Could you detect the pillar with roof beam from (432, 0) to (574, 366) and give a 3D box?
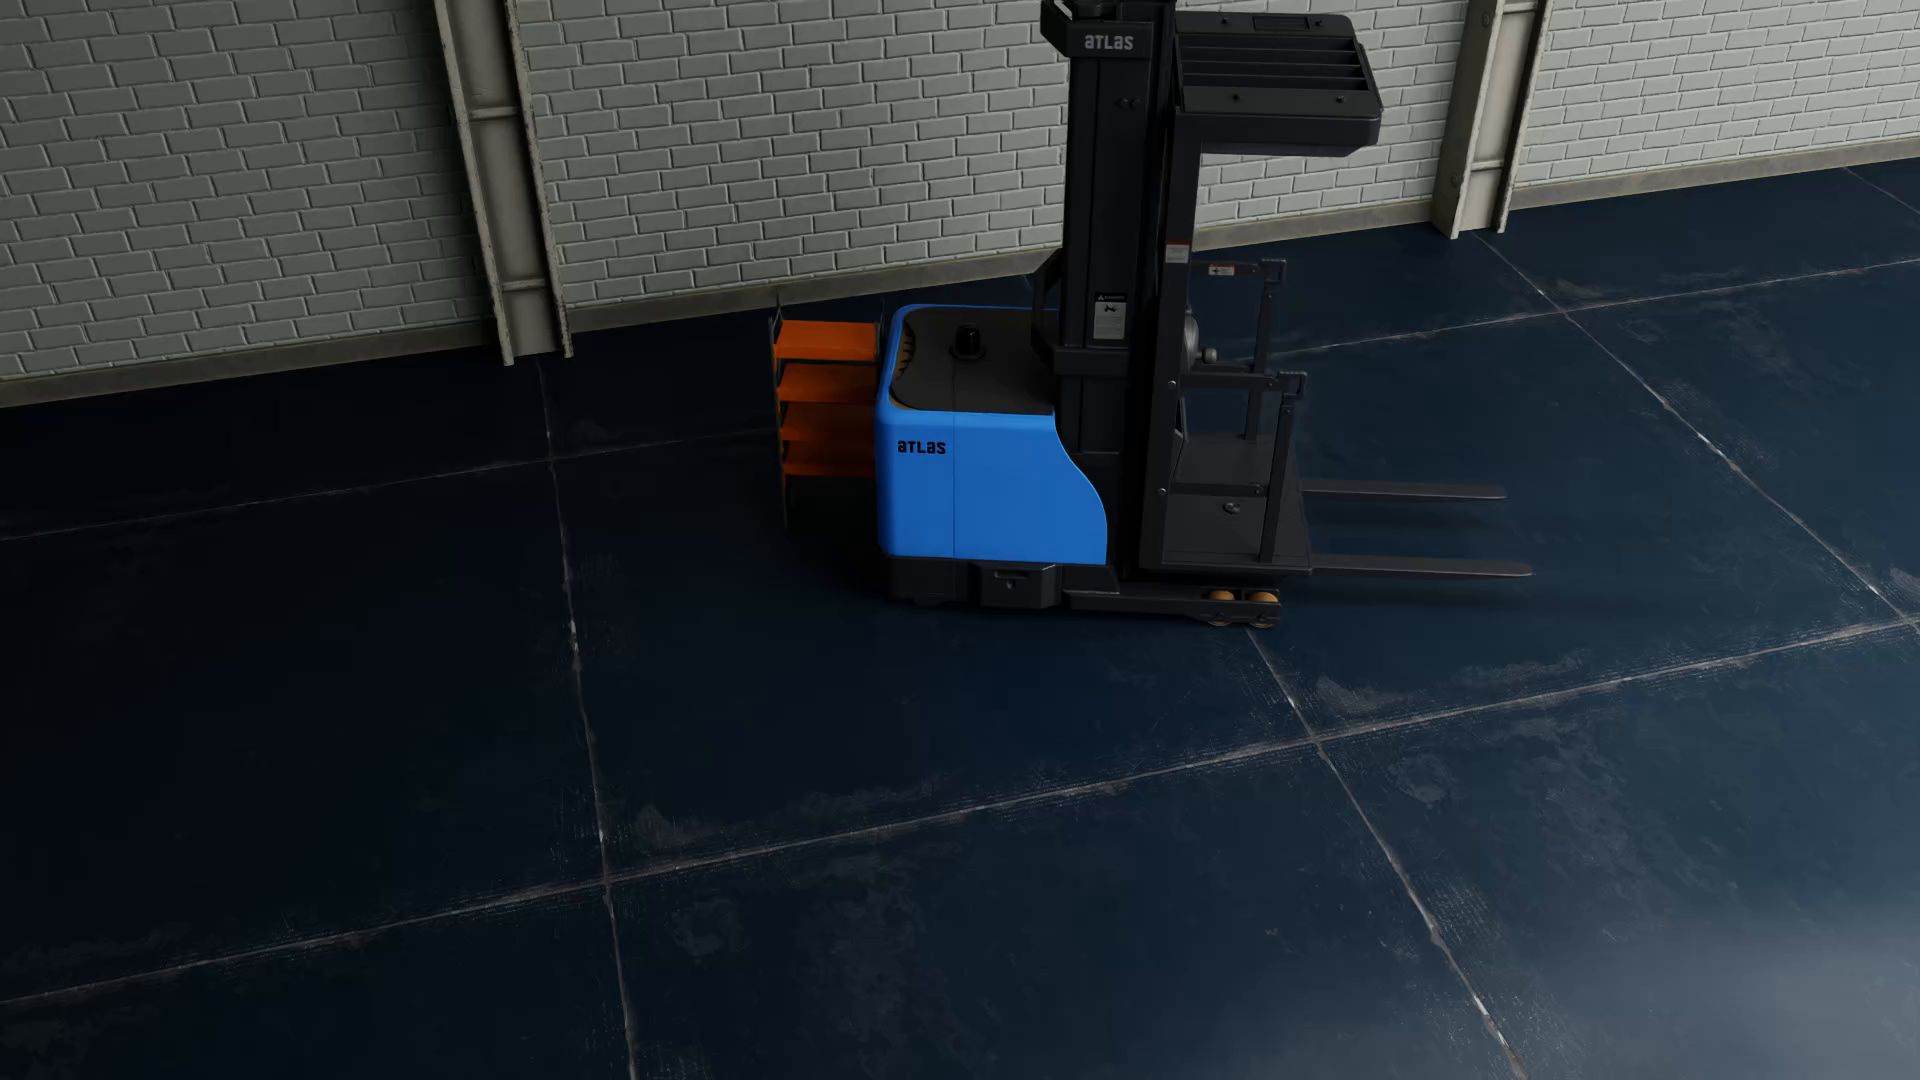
[{"bbox_3d":[-1.343,-2.169,3.658,0.400,9.000,9.100,-9,38,-12],"label":"pillar with roof beam"}]

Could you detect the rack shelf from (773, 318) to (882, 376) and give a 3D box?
[{"bbox_3d":[-0.614,-0.905,7.778,0.480,0.148,0.258,3,37,3],"label":"rack shelf"}]

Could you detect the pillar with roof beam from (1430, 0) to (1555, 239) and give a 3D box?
[{"bbox_3d":[4.449,-3.119,4.901,0.400,9.000,9.100,-9,38,-12],"label":"pillar with roof beam"}]

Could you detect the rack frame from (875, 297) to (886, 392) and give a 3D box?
[{"bbox_3d":[-0.371,-0.582,8.002,0.015,1.200,0.240,3,37,3],"label":"rack frame"}]

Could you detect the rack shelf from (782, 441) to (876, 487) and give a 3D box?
[{"bbox_3d":[-0.614,-0.382,8.178,0.480,0.148,0.258,3,37,3],"label":"rack shelf"}]

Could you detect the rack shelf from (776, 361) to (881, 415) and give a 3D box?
[{"bbox_3d":[-0.614,-0.717,7.922,0.480,0.148,0.258,3,37,3],"label":"rack shelf"}]

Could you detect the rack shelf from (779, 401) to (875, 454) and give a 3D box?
[{"bbox_3d":[-0.614,-0.539,8.058,0.480,0.148,0.258,3,37,3],"label":"rack shelf"}]

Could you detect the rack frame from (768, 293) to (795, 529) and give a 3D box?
[{"bbox_3d":[-0.857,-0.604,8.032,0.015,1.200,0.240,3,37,3],"label":"rack frame"}]

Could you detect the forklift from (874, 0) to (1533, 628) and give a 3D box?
[{"bbox_3d":[1.150,-1.094,7.248,3.031,2.935,1.130,2,37,3],"label":"forklift"}]

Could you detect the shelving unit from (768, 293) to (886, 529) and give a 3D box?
[{"bbox_3d":[-0.614,-0.593,8.017,0.503,1.200,0.258,3,37,3],"label":"shelving unit"}]
